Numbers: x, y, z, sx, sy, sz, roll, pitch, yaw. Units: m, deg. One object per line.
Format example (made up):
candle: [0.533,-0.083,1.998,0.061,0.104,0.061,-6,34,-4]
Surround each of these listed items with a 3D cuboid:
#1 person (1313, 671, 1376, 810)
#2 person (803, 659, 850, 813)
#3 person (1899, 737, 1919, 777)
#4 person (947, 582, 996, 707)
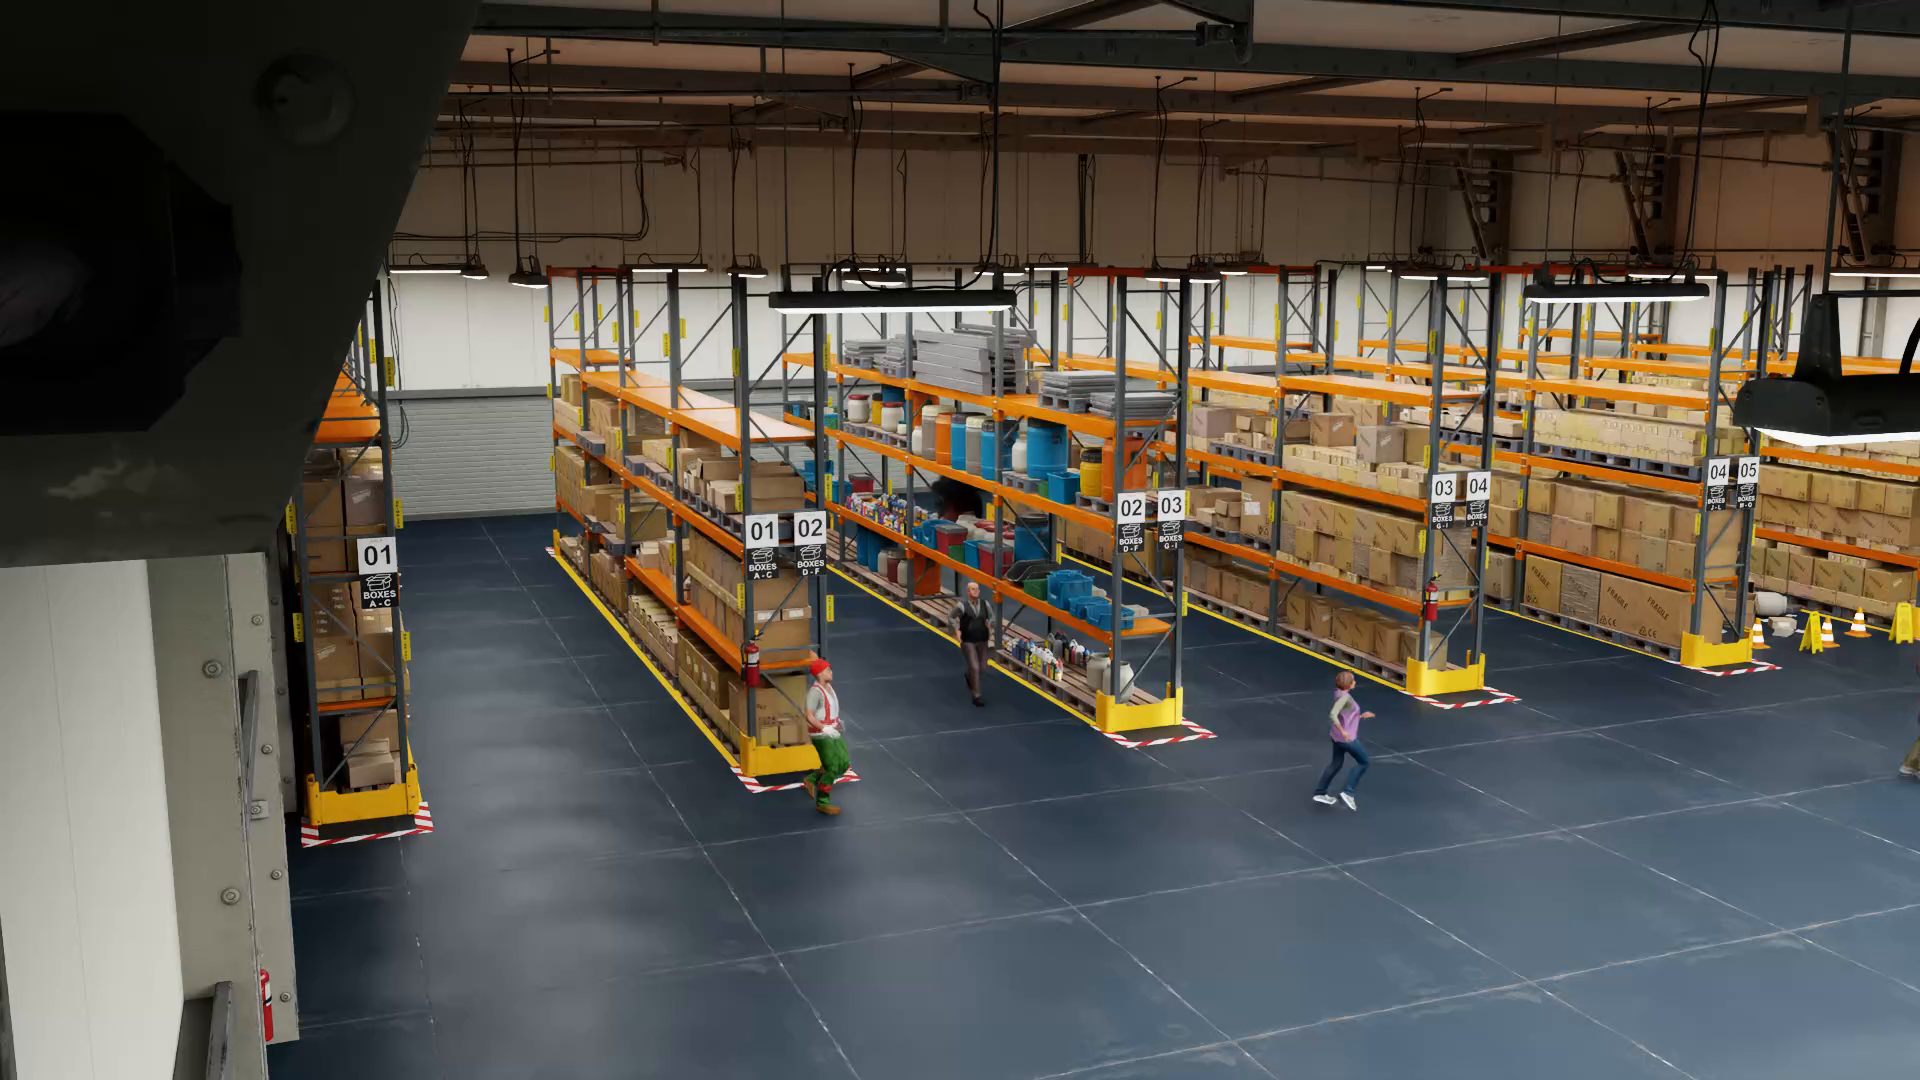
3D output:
person: [4.388,2.290,18.947,0.682,1.605,0.503,-1,10,-6]
person: [-1.539,2.225,18.945,0.551,1.755,0.716,3,10,17]
person: [11.731,2.043,19.854,0.798,1.823,0.671,1,10,6]
person: [0.189,1.435,23.471,0.667,1.699,0.915,-4,11,-23]
